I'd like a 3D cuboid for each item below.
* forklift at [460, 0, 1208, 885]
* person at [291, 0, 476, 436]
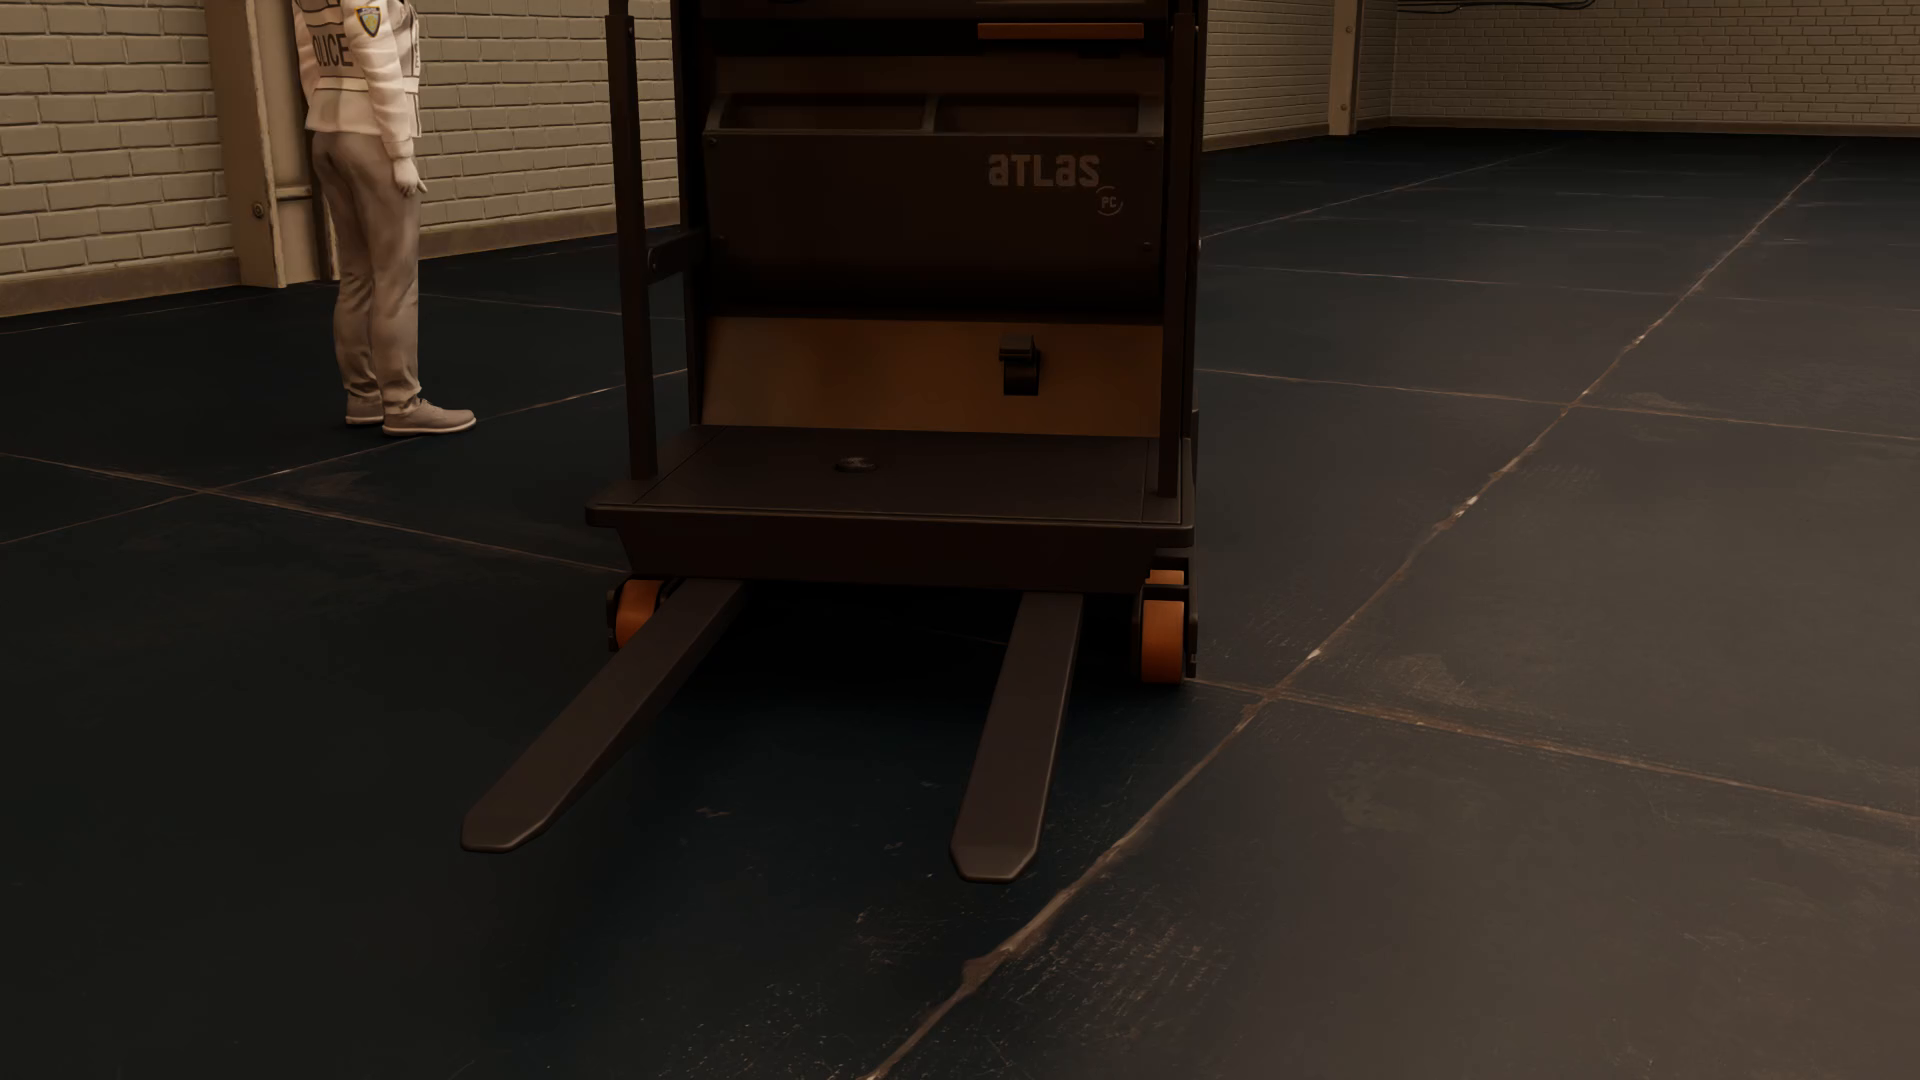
[{"bbox_3d":[-0.078,-1.236,3.048,1.130,2.935,3.031,2,17,7],"label":"forklift"},{"bbox_3d":[-1.784,-1.169,5.024,0.459,1.694,0.351,15,22,42],"label":"person"}]
